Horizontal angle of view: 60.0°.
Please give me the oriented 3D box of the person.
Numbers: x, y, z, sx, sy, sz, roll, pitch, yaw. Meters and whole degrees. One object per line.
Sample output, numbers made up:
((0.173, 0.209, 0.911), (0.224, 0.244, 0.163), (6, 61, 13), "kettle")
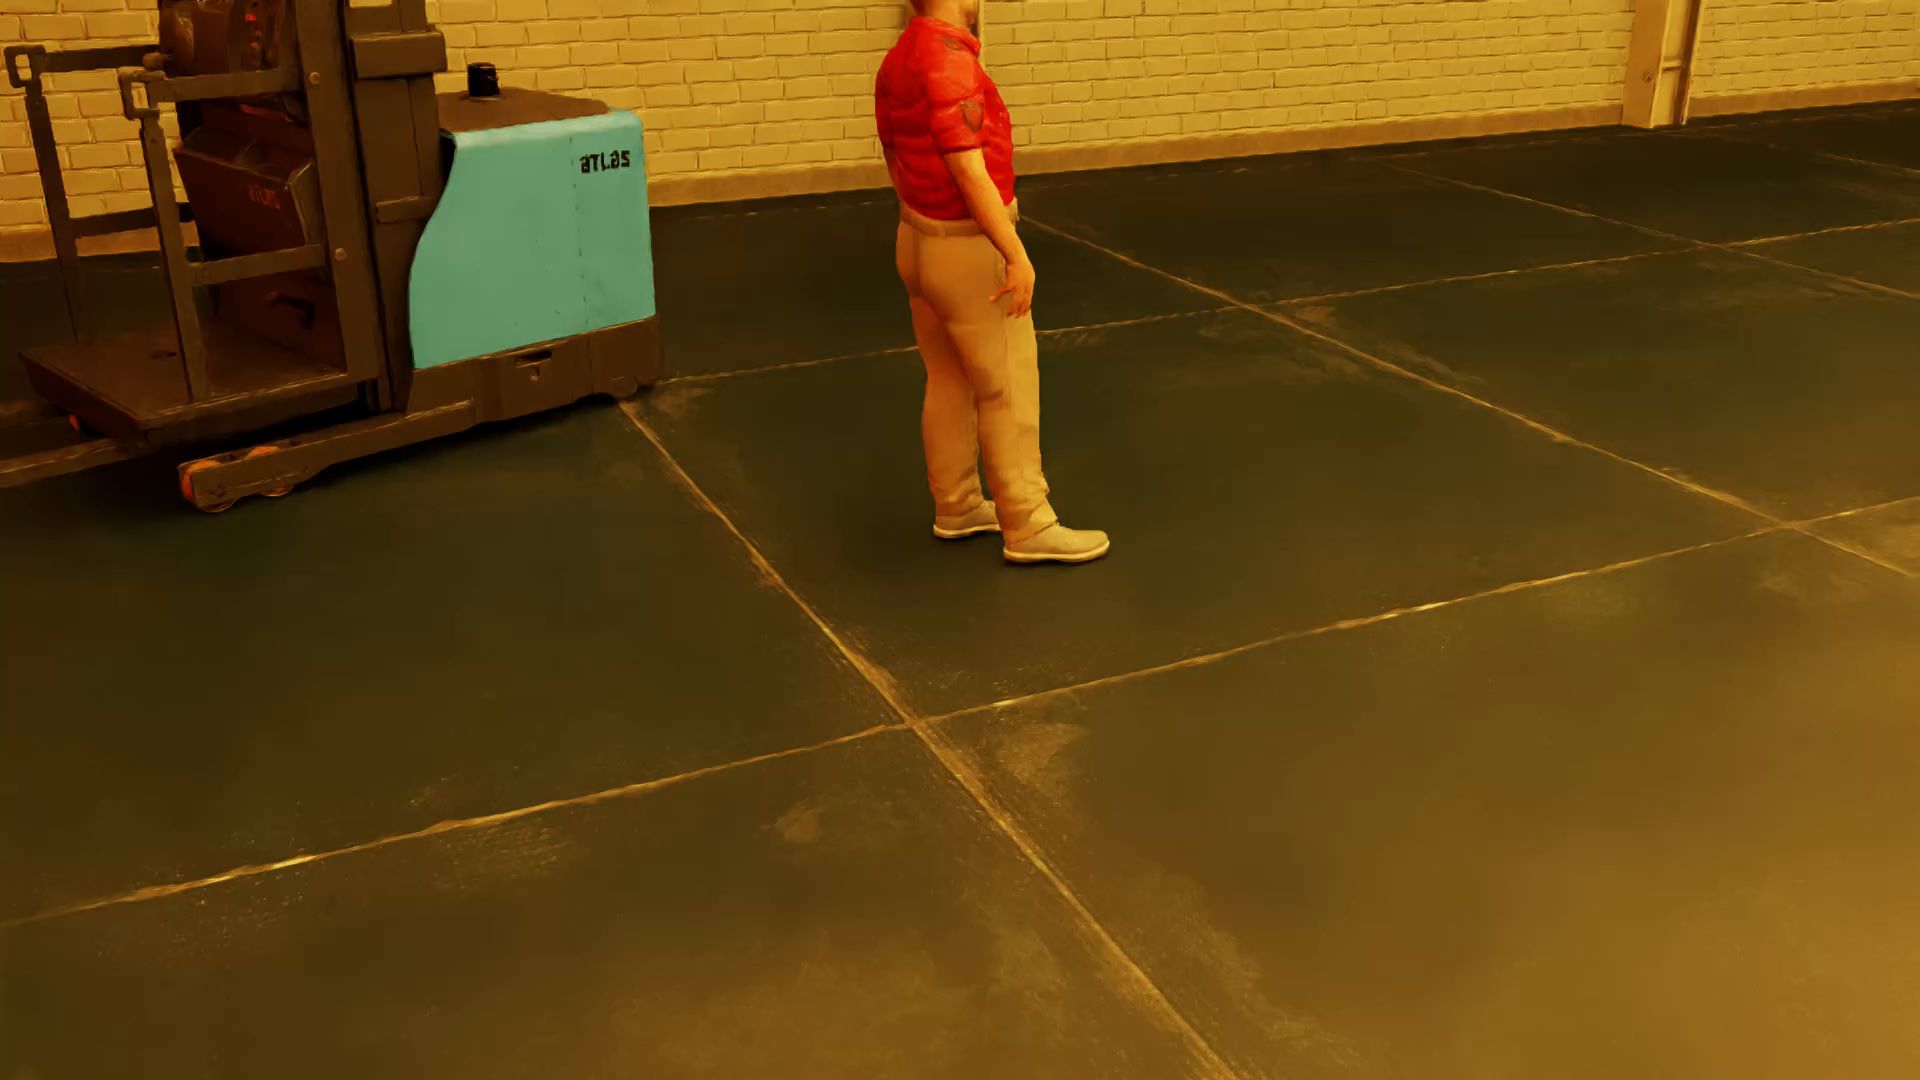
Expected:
((0.086, -0.816, 4.798), (0.550, 1.726, 0.640), (-10, 25, -23), "person")

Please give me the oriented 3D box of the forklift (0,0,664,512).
((-2.548, -1.664, 5.292), (1.130, 2.935, 3.031), (21, 30, 41), "forklift")
